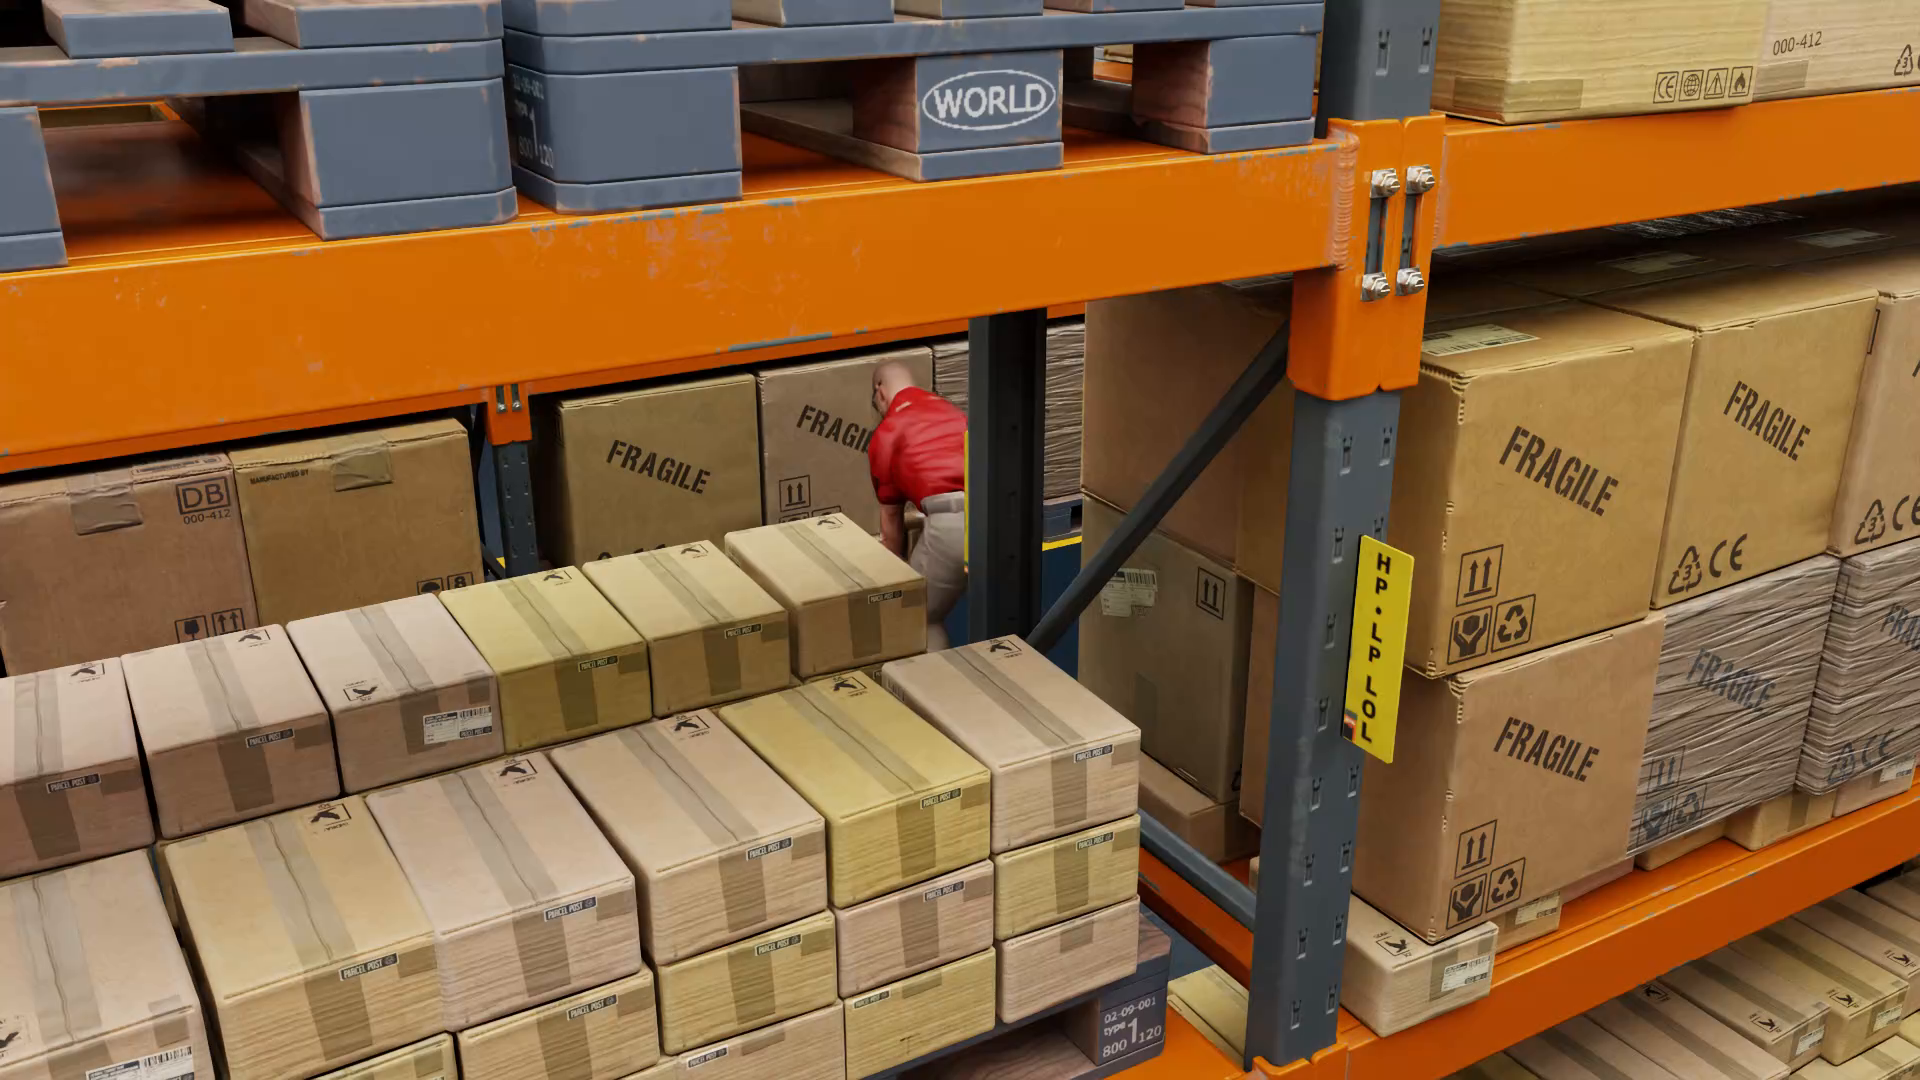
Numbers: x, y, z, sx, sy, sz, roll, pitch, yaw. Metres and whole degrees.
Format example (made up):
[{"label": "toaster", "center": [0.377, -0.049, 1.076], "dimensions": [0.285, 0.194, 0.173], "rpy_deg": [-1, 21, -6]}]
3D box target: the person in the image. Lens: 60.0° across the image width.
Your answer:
[{"label": "person", "center": [-0.091, 0.041, 6.497], "dimensions": [0.473, 1.373, 0.876], "rpy_deg": [-13, 25, -30]}]
